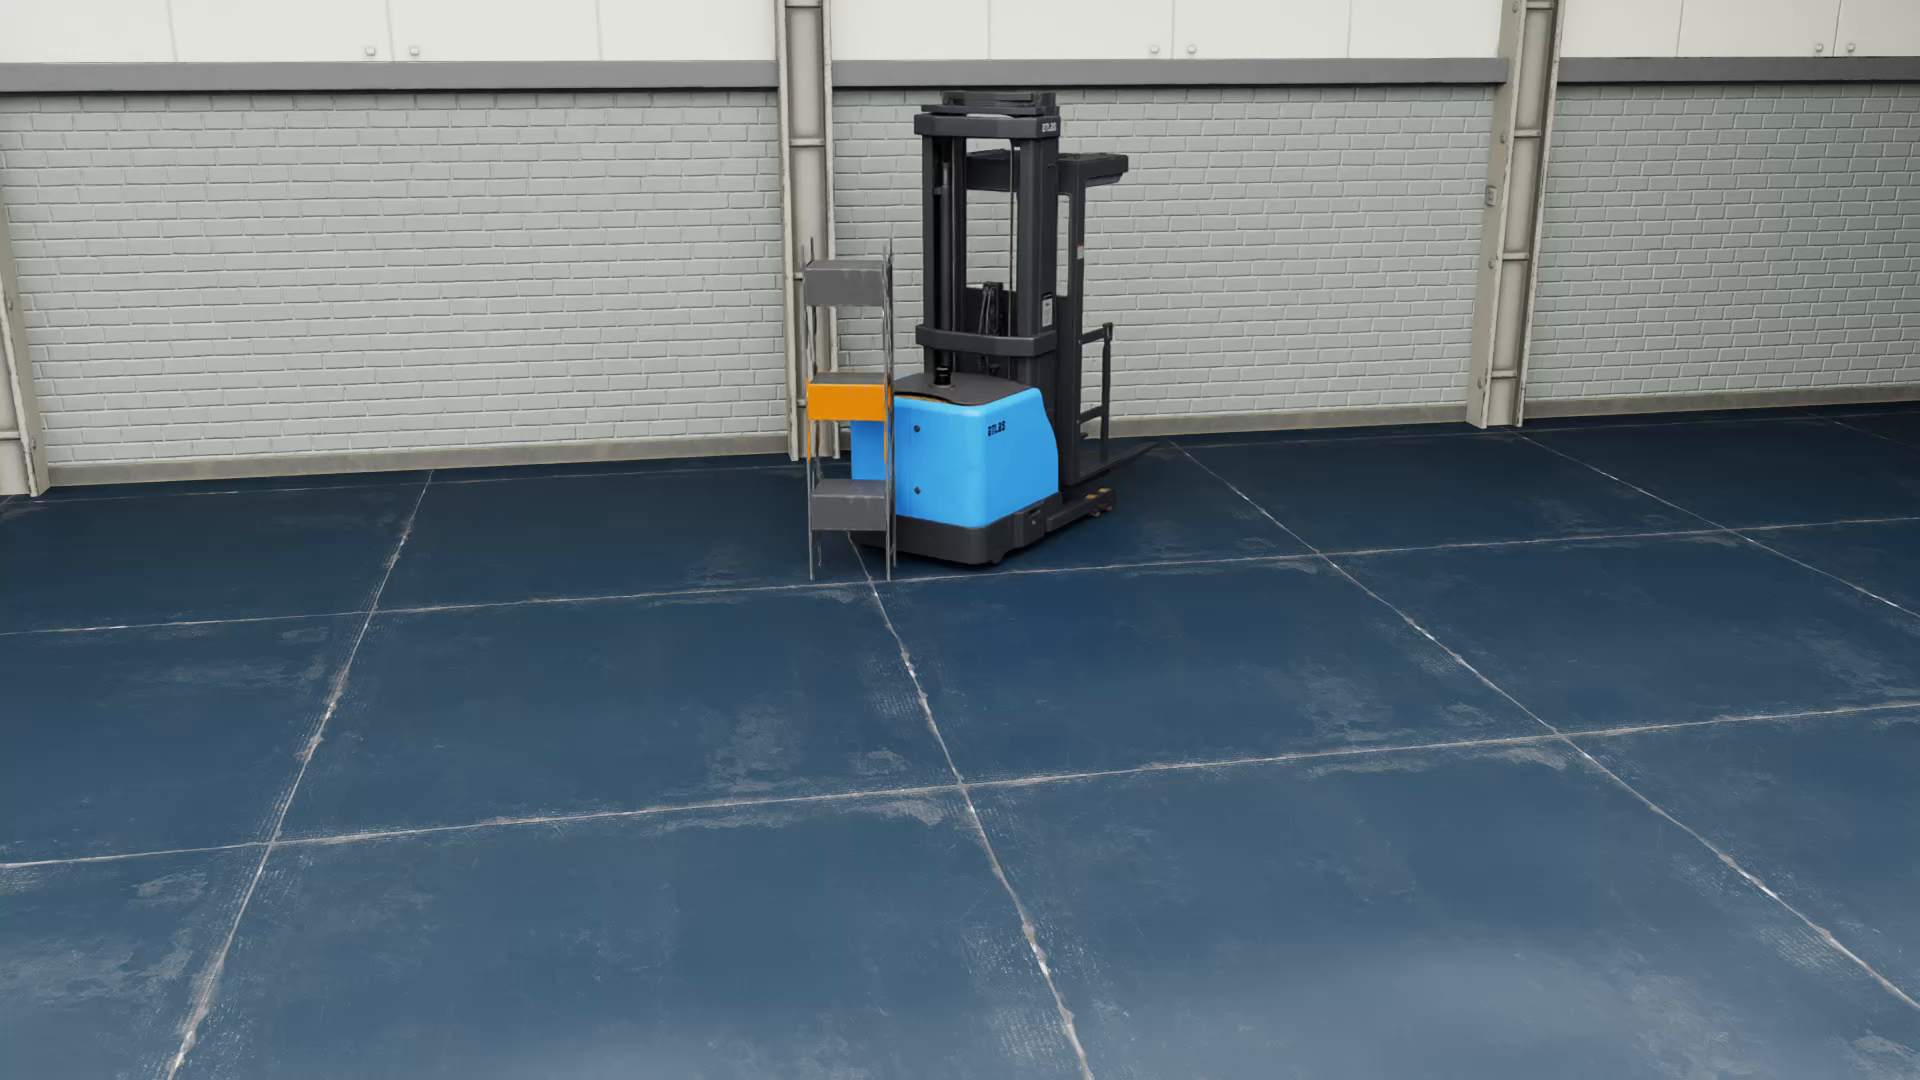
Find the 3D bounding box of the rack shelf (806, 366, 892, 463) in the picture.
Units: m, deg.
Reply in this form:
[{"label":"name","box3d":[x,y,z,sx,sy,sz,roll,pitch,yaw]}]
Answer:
[{"label":"rack shelf","box3d":[-0.679,-0.786,10.341,0.480,0.518,0.431,1,17,4]}]

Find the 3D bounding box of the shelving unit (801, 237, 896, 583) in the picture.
[{"label":"shelving unit","box3d":[-0.679,-0.799,10.337,0.503,2.100,0.431,1,17,4]}]

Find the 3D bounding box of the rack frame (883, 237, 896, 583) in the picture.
[{"label":"rack frame","box3d":[-0.436,-0.794,10.320,0.015,2.100,0.400,1,17,4]}]

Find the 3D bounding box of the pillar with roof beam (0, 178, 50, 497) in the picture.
[{"label":"pillar with roof beam","box3d":[-6.266,-3.420,7.121,0.400,9.000,9.100,-3,17,-10]}]

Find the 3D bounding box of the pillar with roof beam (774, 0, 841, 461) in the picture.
[{"label":"pillar with roof beam","box3d":[-0.375,-3.754,8.209,0.400,9.000,9.100,-3,17,-10]}]

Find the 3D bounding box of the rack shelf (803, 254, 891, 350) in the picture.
[{"label":"rack shelf","box3d":[-0.679,-1.455,10.135,0.480,0.518,0.431,1,17,4]}]

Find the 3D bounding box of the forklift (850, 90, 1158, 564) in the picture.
[{"label":"forklift","box3d":[0.472,-1.625,11.611,1.130,2.935,3.031,10,20,30]}]

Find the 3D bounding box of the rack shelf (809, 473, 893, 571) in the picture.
[{"label":"rack shelf","box3d":[-0.679,-0.117,10.546,0.480,0.518,0.431,1,17,4]}]

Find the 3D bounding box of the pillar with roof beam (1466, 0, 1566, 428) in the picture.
[{"label":"pillar with roof beam","box3d":[5.516,-4.089,9.297,0.400,9.000,9.100,-3,17,-10]}]

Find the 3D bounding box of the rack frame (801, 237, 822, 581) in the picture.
[{"label":"rack frame","box3d":[-0.922,-0.804,10.353,0.015,2.100,0.400,1,17,4]}]
